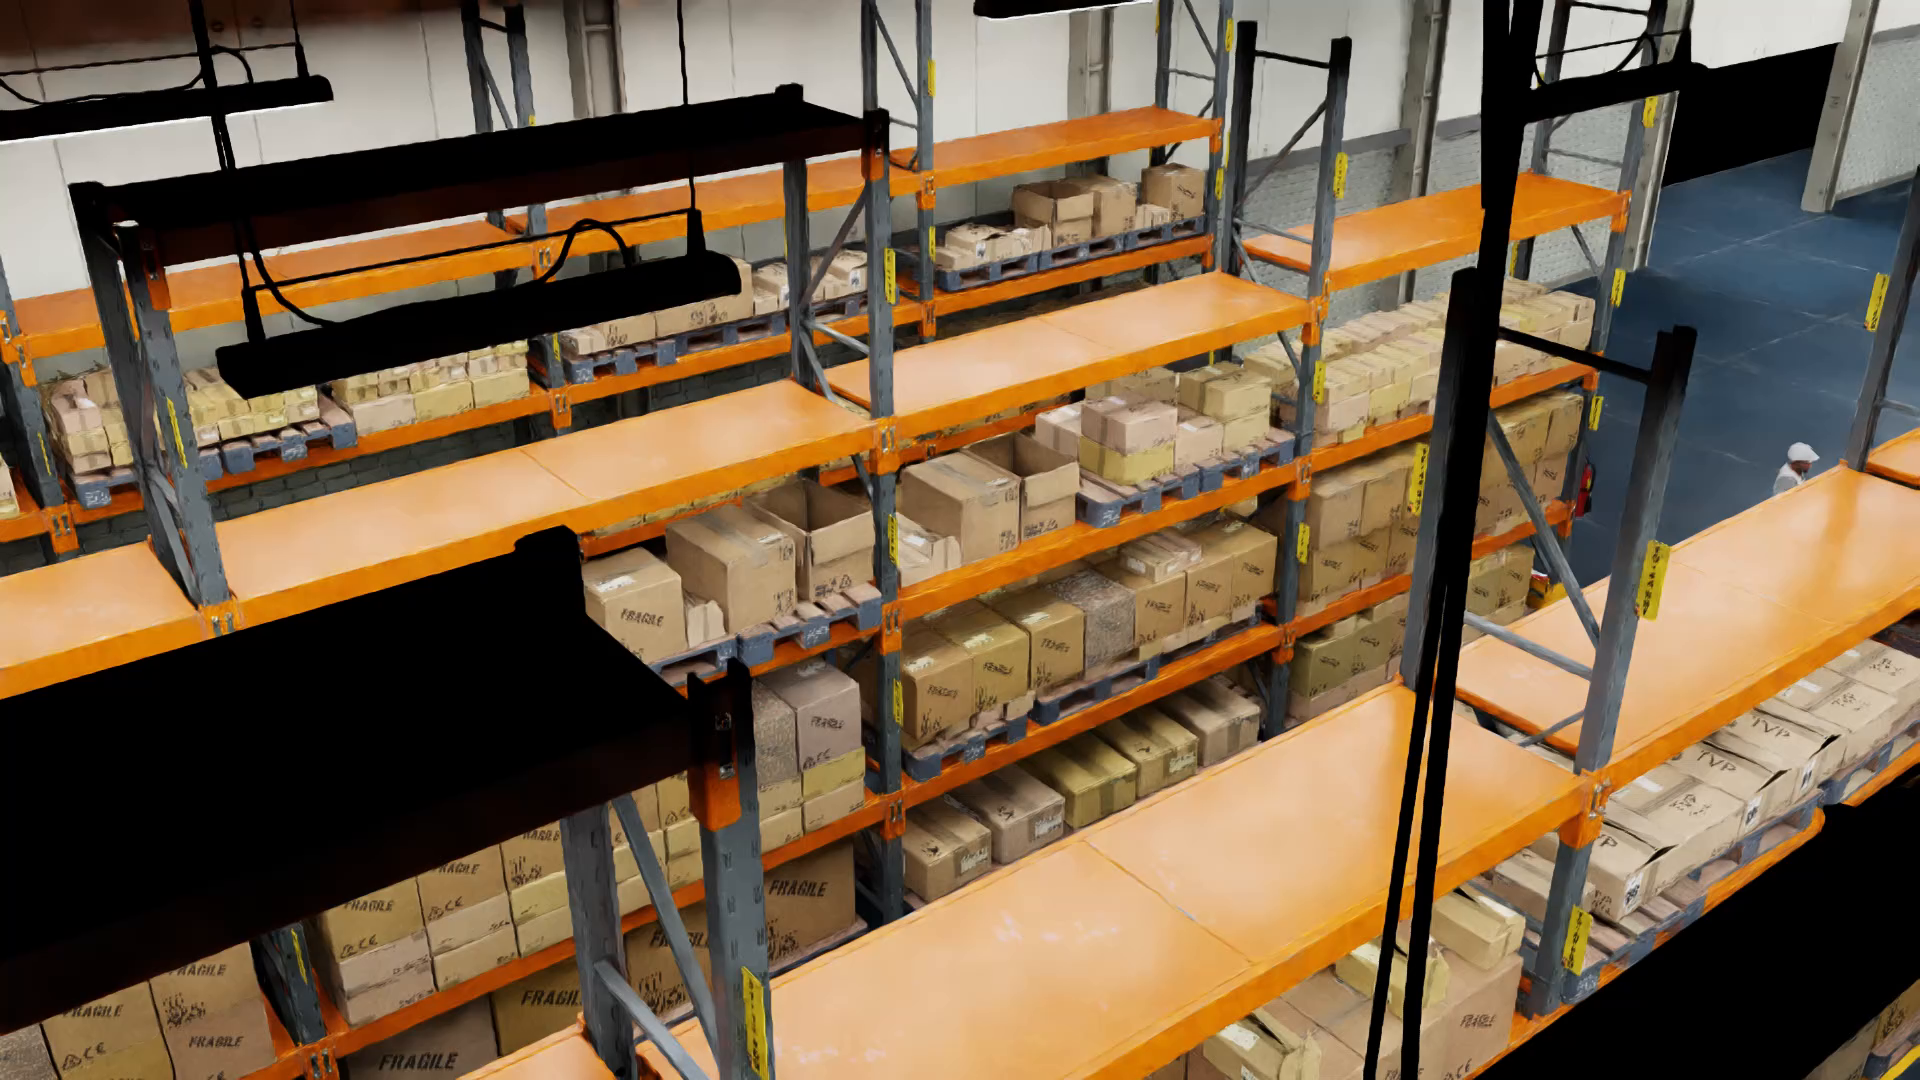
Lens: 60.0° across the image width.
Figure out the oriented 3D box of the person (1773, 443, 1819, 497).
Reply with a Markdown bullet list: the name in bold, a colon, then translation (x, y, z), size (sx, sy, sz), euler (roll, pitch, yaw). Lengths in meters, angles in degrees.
- **person**: translation (8.071, -0.168, 16.447), size (0.477, 1.788, 0.736), euler (11, 28, 21)
